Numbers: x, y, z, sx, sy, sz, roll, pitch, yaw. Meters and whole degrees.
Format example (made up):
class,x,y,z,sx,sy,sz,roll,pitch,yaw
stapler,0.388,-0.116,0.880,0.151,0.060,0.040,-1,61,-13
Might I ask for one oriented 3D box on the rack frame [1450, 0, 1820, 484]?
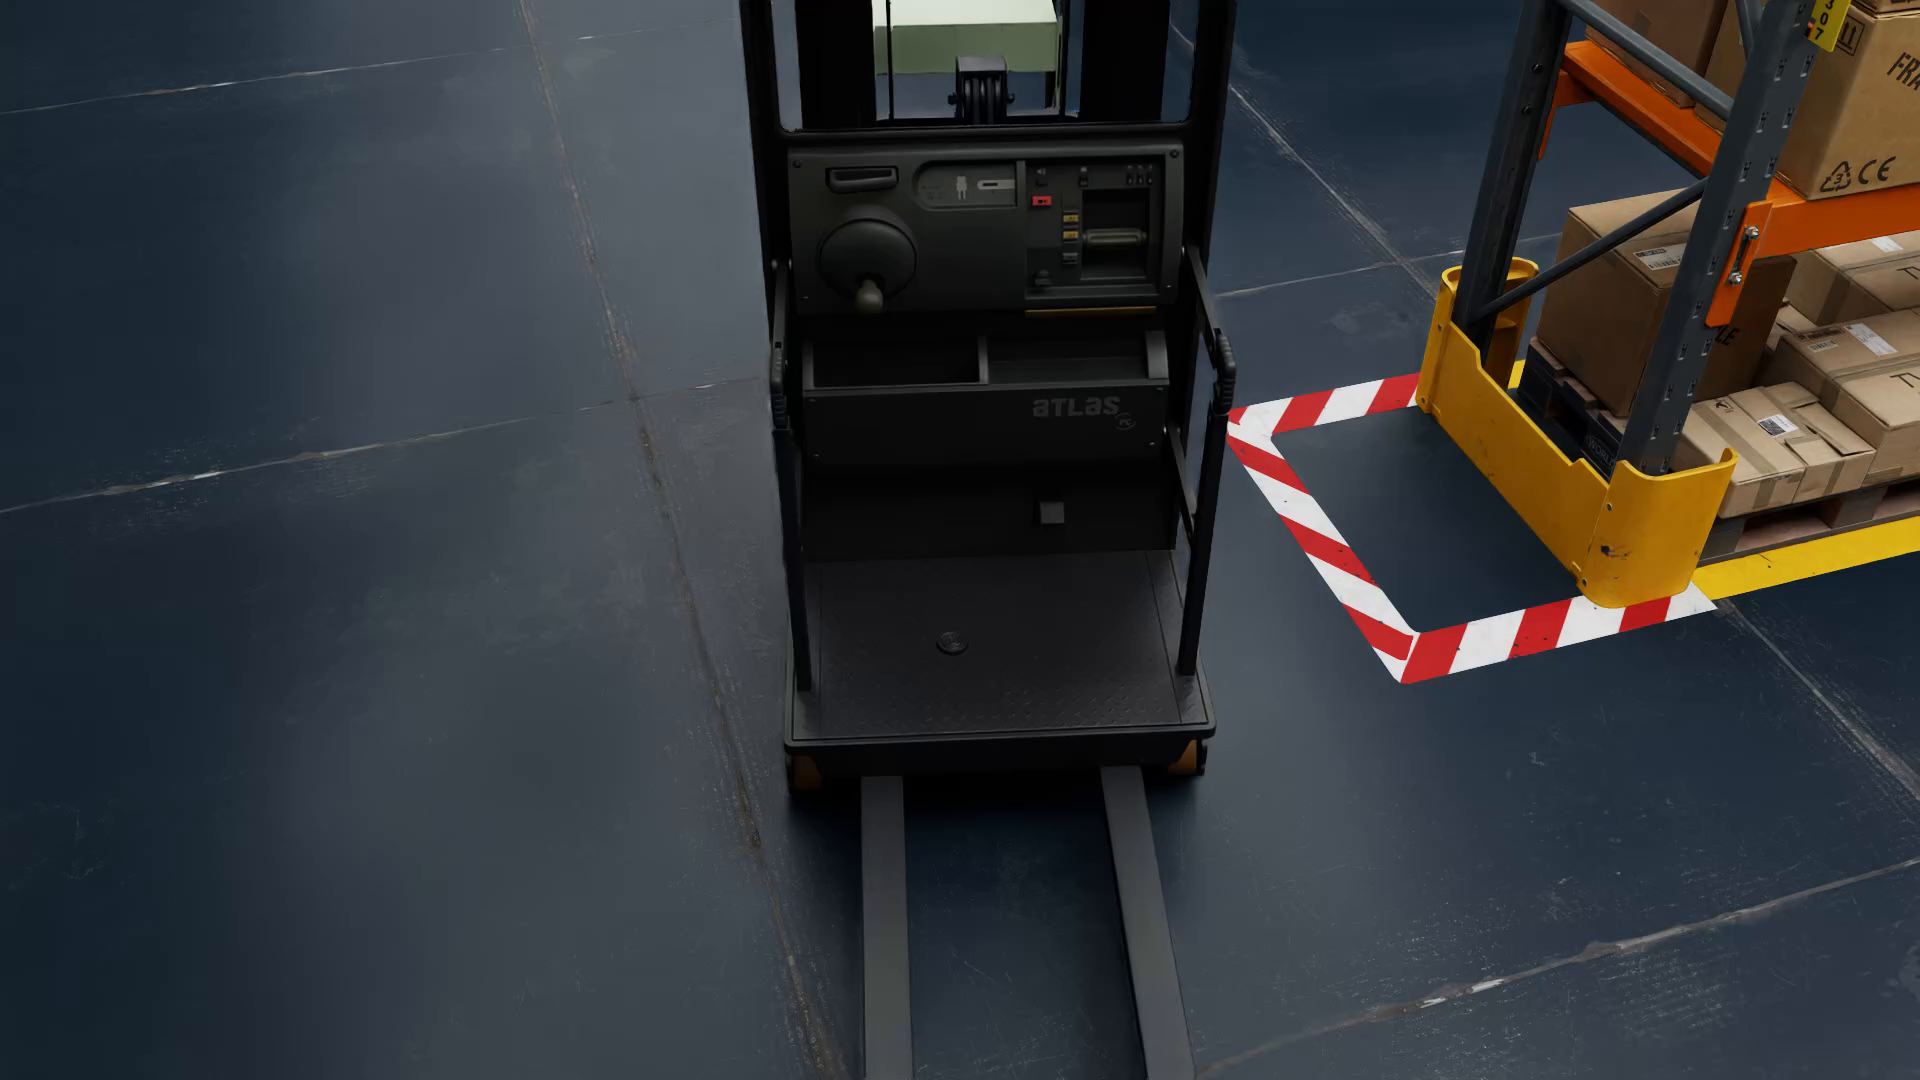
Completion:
class,x,y,z,sx,sy,sz,roll,pitch,yaw
rack frame,1.840,-1.297,4.454,0.127,3.000,1.000,-12,42,-13

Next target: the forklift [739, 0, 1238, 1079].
class,x,y,z,sx,sy,sz,roll,pitch,yaw
forklift,0.078,-0.655,3.772,1.130,2.935,3.031,-2,41,-2

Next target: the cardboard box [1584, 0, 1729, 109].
class,x,y,z,sx,sy,sz,roll,pitch,yaw
cardboard box,2.185,-1.594,4.718,0.500,0.500,0.500,-10,42,-12

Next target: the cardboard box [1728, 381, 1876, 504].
class,x,y,z,sx,sy,sz,roll,pitch,yaw
cardboard box,2.581,-0.312,5.146,0.250,0.166,0.380,-12,42,-13

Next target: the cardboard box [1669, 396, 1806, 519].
class,x,y,z,sx,sy,sz,roll,pitch,yaw
cardboard box,2.342,-0.256,5.095,0.250,0.149,0.380,-12,42,-13

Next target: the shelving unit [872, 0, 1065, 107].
class,x,y,z,sx,sy,sz,roll,pitch,yaw
shelving unit,-0.057,-1.281,5.571,0.755,1.500,0.431,-2,40,-2

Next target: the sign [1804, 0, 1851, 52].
class,x,y,z,sx,sy,sz,roll,pitch,yaw
sign,2.003,-1.282,3.780,0.005,0.325,0.100,-12,42,-13

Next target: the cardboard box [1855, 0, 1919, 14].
class,x,y,z,sx,sy,sz,roll,pitch,yaw
cardboard box,2.342,-1.633,4.004,0.500,0.500,0.500,-10,42,-12

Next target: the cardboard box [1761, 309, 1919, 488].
class,x,y,z,sx,sy,sz,roll,pitch,yaw
cardboard box,2.920,-0.455,5.247,0.500,0.250,0.500,-12,42,-13

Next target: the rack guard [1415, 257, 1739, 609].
class,x,y,z,sx,sy,sz,roll,pitch,yaw
rack guard,1.912,-0.370,5.294,0.348,0.500,1.175,-12,42,-13

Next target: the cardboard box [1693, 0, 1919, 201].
class,x,y,z,sx,sy,sz,roll,pitch,yaw
cardboard box,2.342,-1.257,4.332,0.500,0.500,0.500,-11,42,-12

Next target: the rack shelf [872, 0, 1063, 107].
class,x,y,z,sx,sy,sz,roll,pitch,yaw
rack shelf,-0.058,-1.580,5.319,0.720,0.370,0.431,-2,40,-2

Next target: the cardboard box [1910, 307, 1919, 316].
class,x,y,z,sx,sy,sz,roll,pitch,yaw
cardboard box,3.397,-0.554,5.360,0.500,0.250,0.500,-12,42,-13

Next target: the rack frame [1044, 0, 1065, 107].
class,x,y,z,sx,sy,sz,roll,pitch,yaw
rack frame,0.308,-1.294,5.585,0.023,1.500,0.400,-2,40,-2

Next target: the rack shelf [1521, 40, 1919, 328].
class,x,y,z,sx,sy,sz,roll,pitch,yaw
rack shelf,3.747,-1.421,5.143,4.000,0.370,1.077,-12,42,-13

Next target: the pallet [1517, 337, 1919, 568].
class,x,y,z,sx,sy,sz,roll,pitch,yaw
pallet,2.672,-0.420,5.570,1.213,0.211,1.003,-12,42,-13

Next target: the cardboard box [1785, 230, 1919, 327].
class,x,y,z,sx,sy,sz,roll,pitch,yaw
cardboard box,3.199,-0.858,5.708,0.500,0.250,0.500,-12,42,-13

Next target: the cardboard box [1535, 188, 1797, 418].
class,x,y,z,sx,sy,sz,roll,pitch,yaw
cardboard box,2.284,-0.783,5.432,0.500,0.500,0.500,-12,42,-13

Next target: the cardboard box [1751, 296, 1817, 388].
class,x,y,z,sx,sy,sz,roll,pitch,yaw
cardboard box,2.698,-0.681,5.569,0.250,0.166,0.380,-12,42,-13
